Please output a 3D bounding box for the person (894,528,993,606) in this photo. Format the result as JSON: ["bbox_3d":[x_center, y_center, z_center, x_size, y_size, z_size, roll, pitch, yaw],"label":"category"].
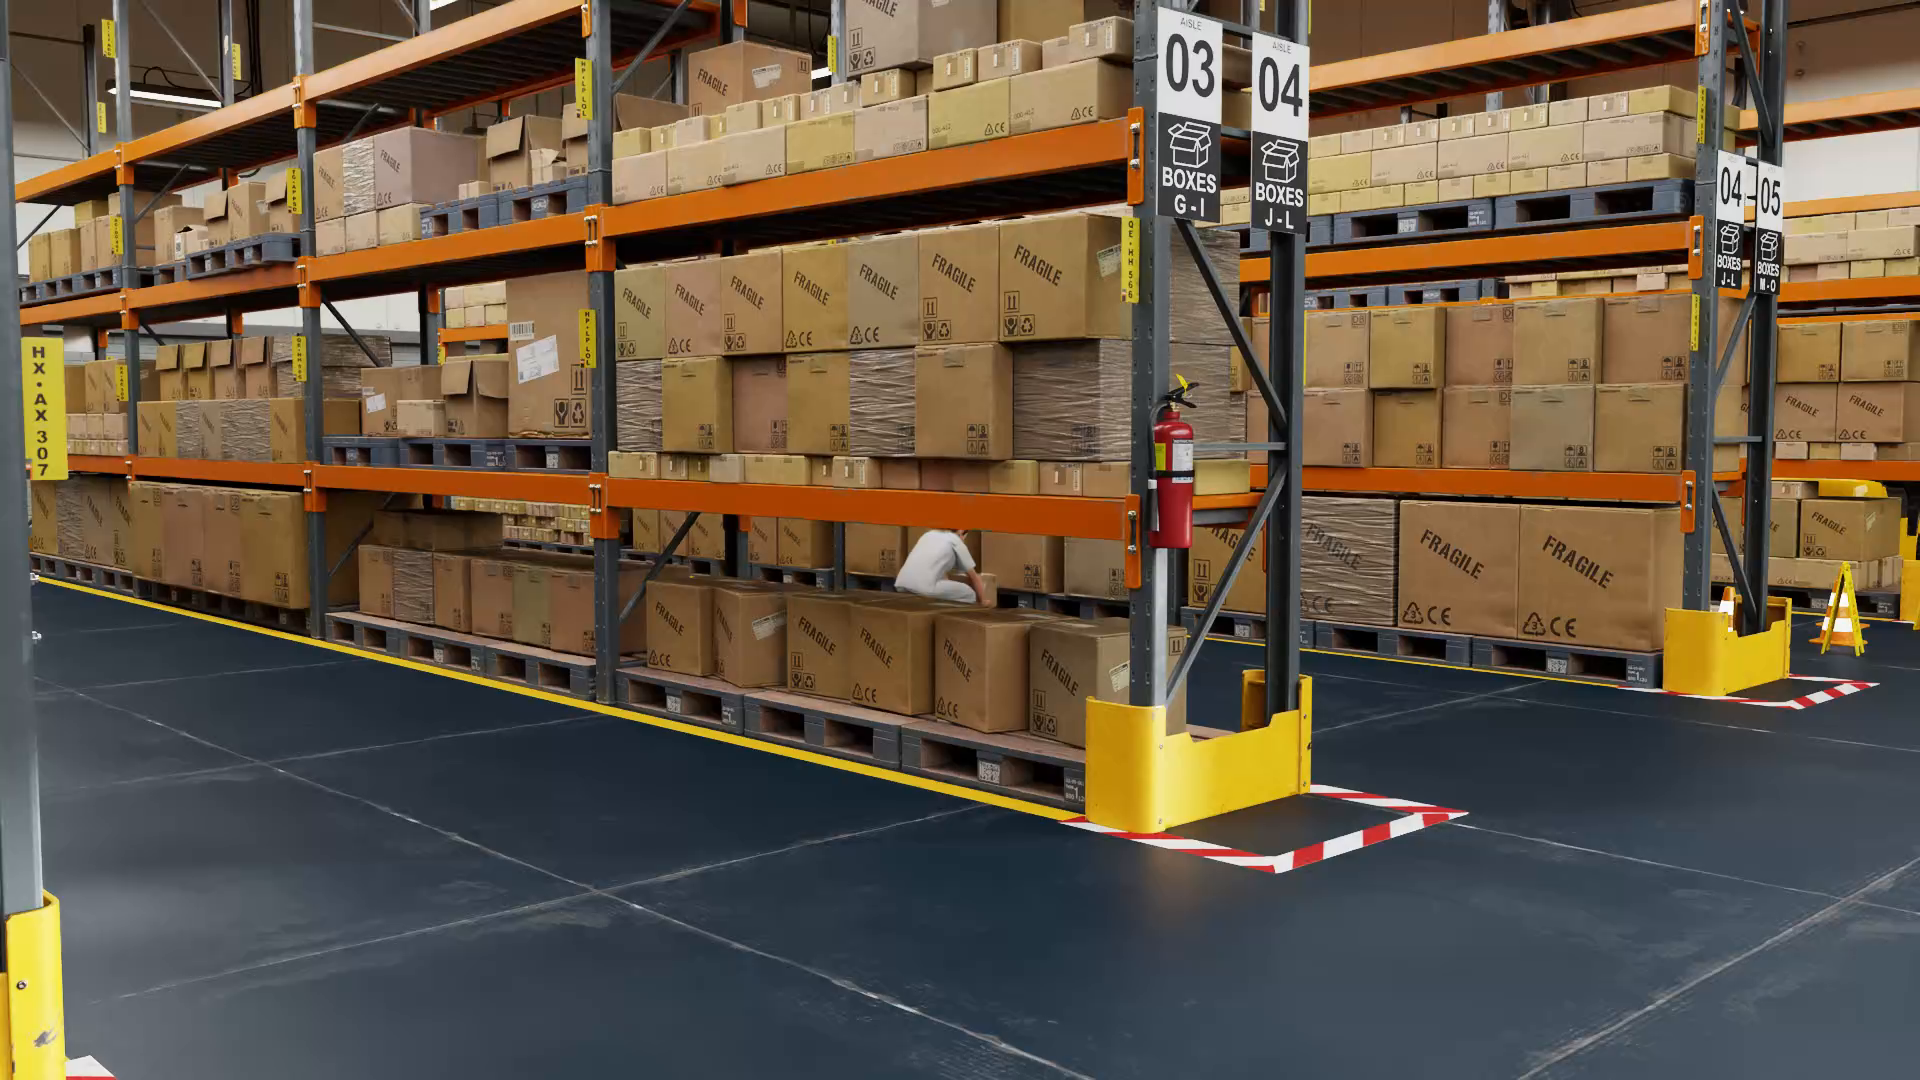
[{"bbox_3d":[-0.137,0.268,12.548,0.811,0.931,0.484,-4,6,-44],"label":"person"}]
